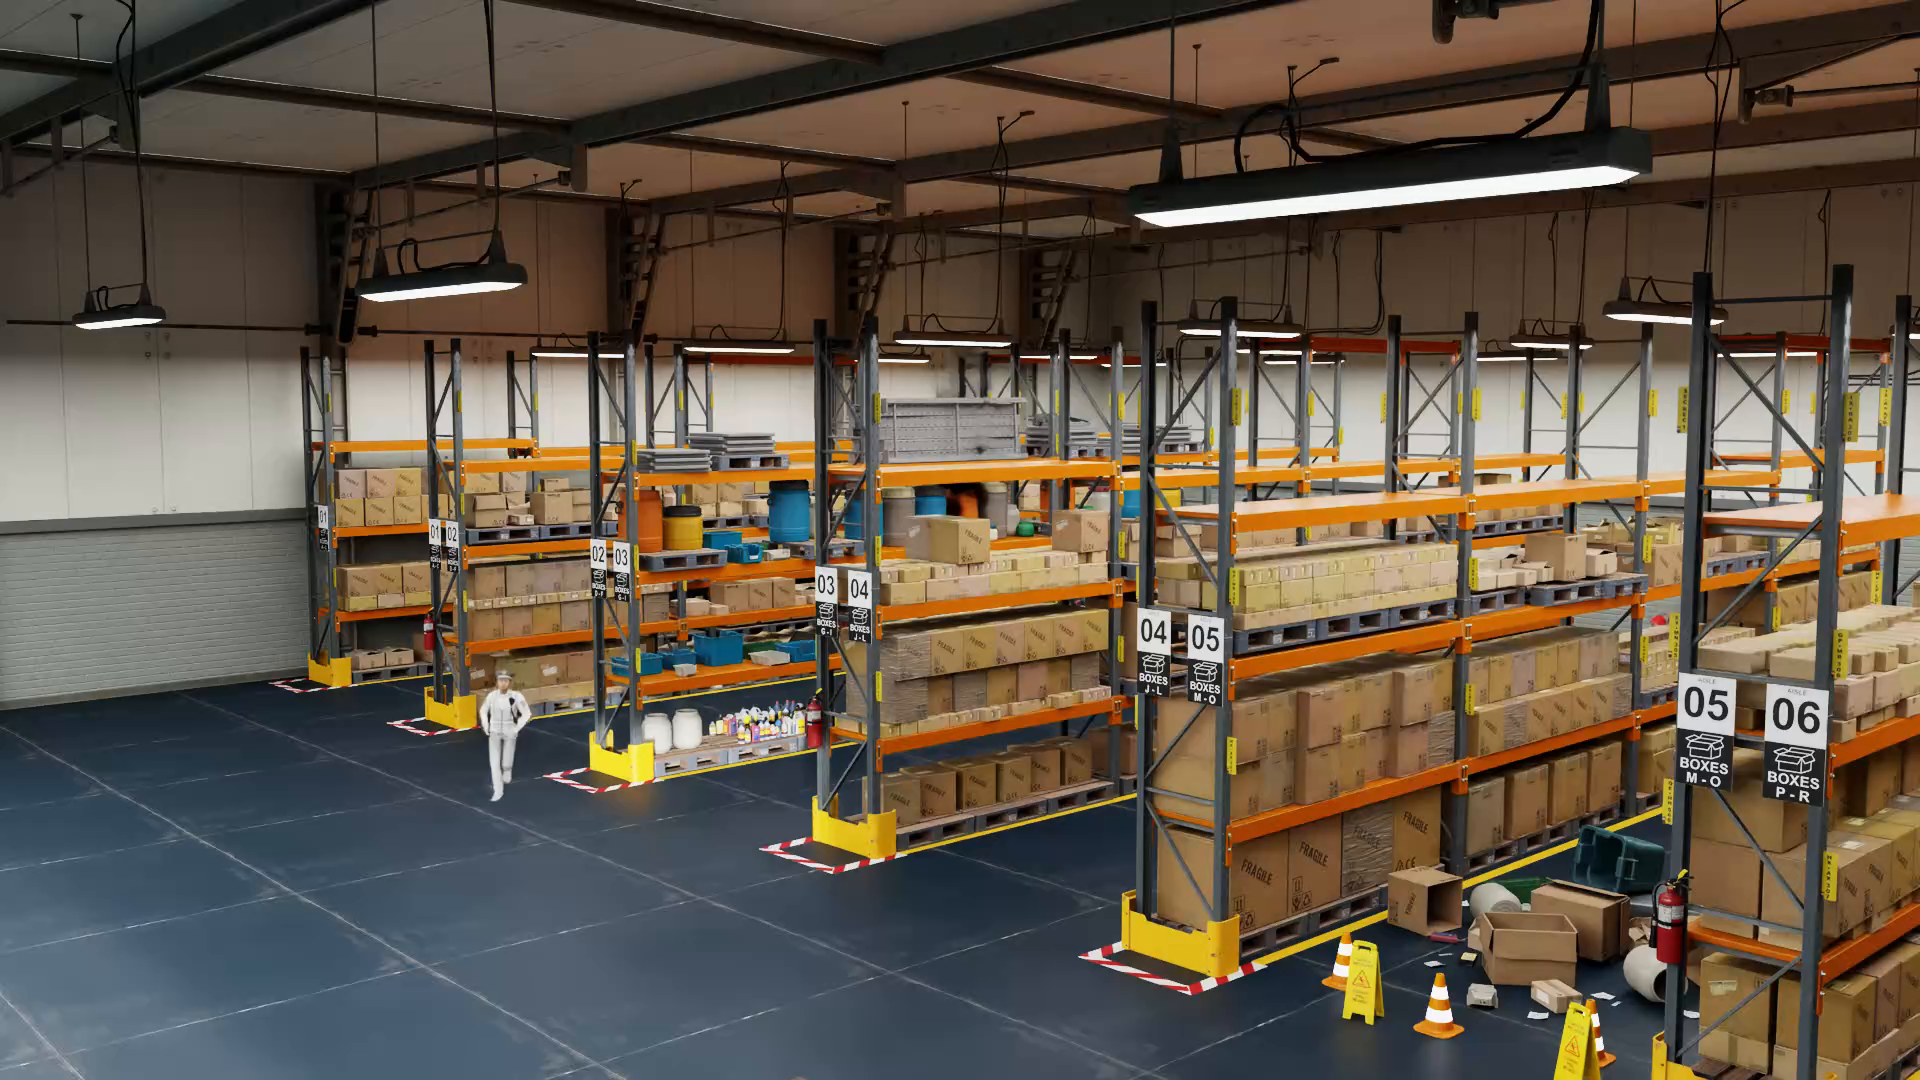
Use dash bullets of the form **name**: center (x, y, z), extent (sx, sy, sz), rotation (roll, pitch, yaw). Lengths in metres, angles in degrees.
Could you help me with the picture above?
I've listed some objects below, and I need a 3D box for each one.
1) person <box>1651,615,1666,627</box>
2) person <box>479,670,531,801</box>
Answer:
- **person**: center (11.100, 2.040, 26.050), extent (0.913, 1.763, 0.669), rotation (-3, 6, -29)
- **person**: center (-5.849, 2.480, 21.405), extent (0.655, 1.680, 0.672), rotation (-1, 5, -6)
